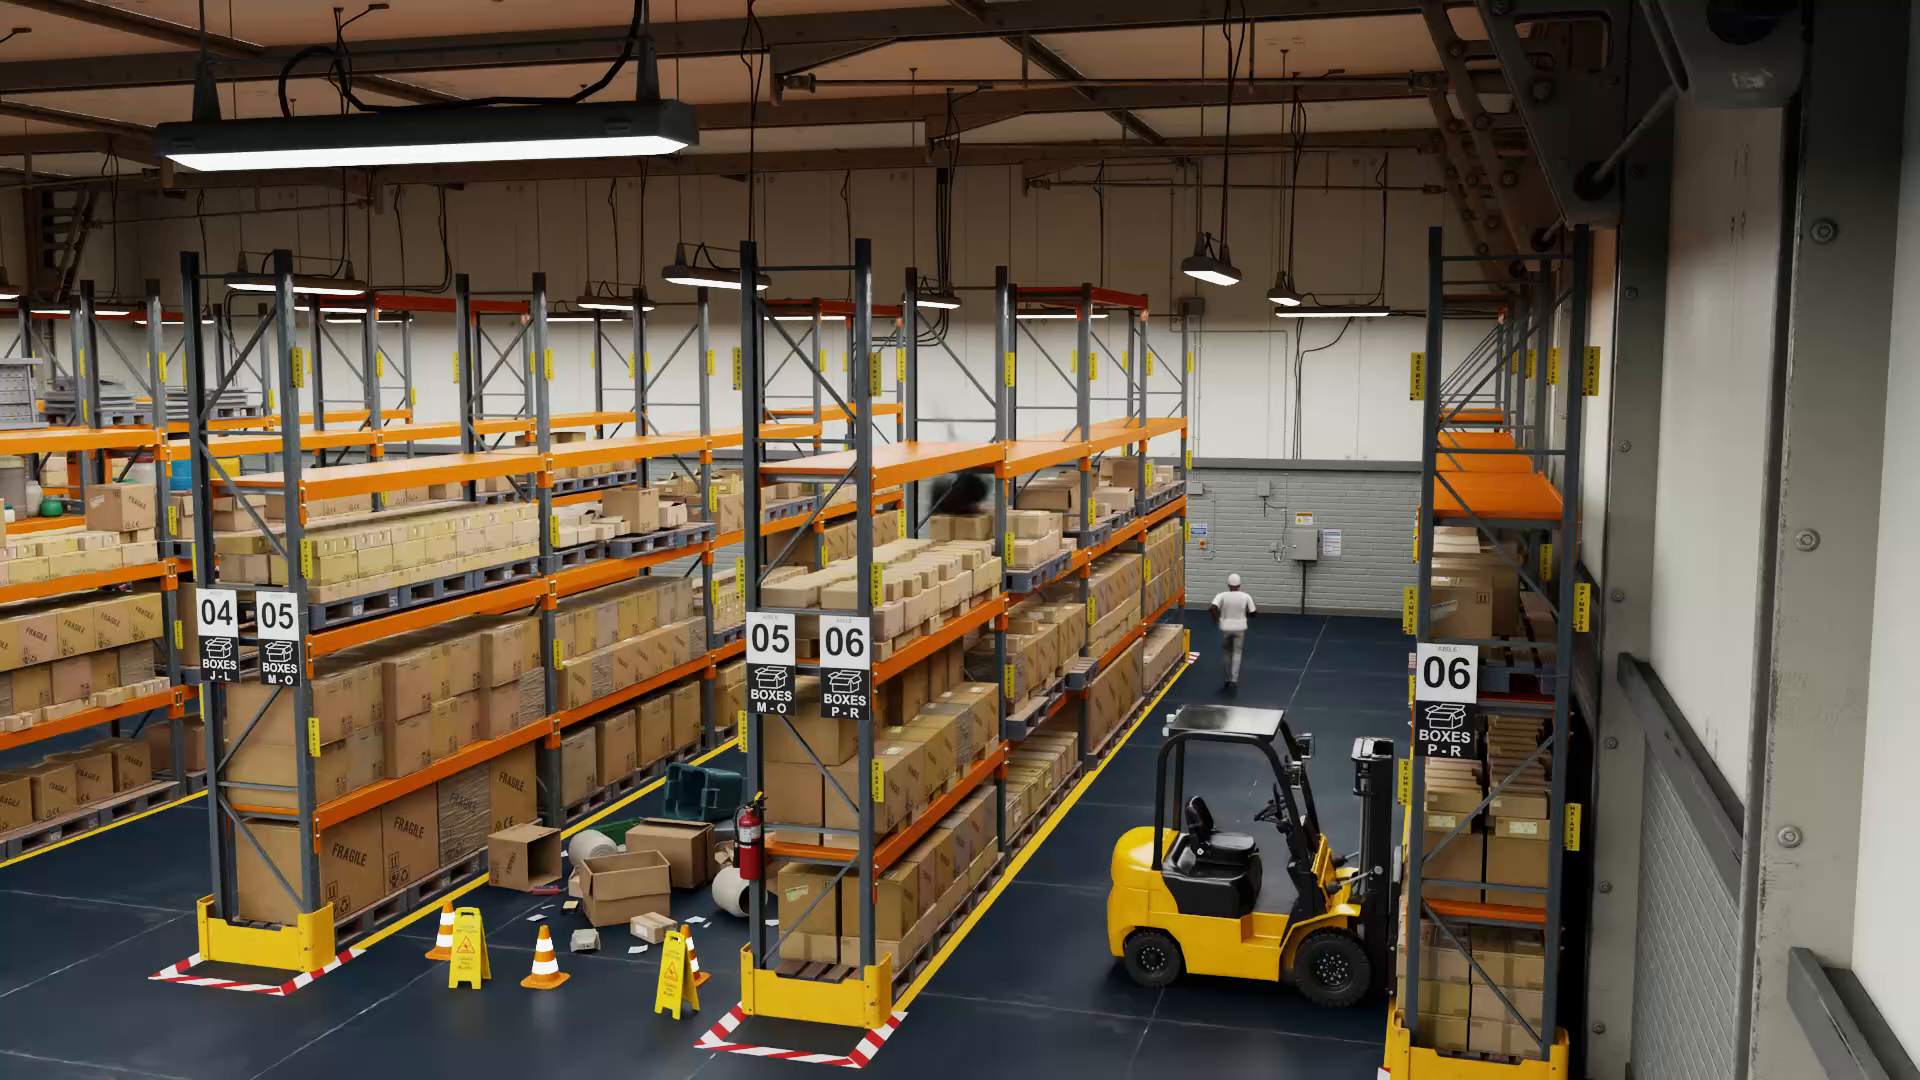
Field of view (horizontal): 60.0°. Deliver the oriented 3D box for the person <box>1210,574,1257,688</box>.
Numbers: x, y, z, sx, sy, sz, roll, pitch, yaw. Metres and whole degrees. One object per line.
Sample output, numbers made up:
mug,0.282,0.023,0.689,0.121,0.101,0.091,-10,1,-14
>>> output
person,4.205,1.405,25.568,0.692,1.786,0.918,1,7,12
